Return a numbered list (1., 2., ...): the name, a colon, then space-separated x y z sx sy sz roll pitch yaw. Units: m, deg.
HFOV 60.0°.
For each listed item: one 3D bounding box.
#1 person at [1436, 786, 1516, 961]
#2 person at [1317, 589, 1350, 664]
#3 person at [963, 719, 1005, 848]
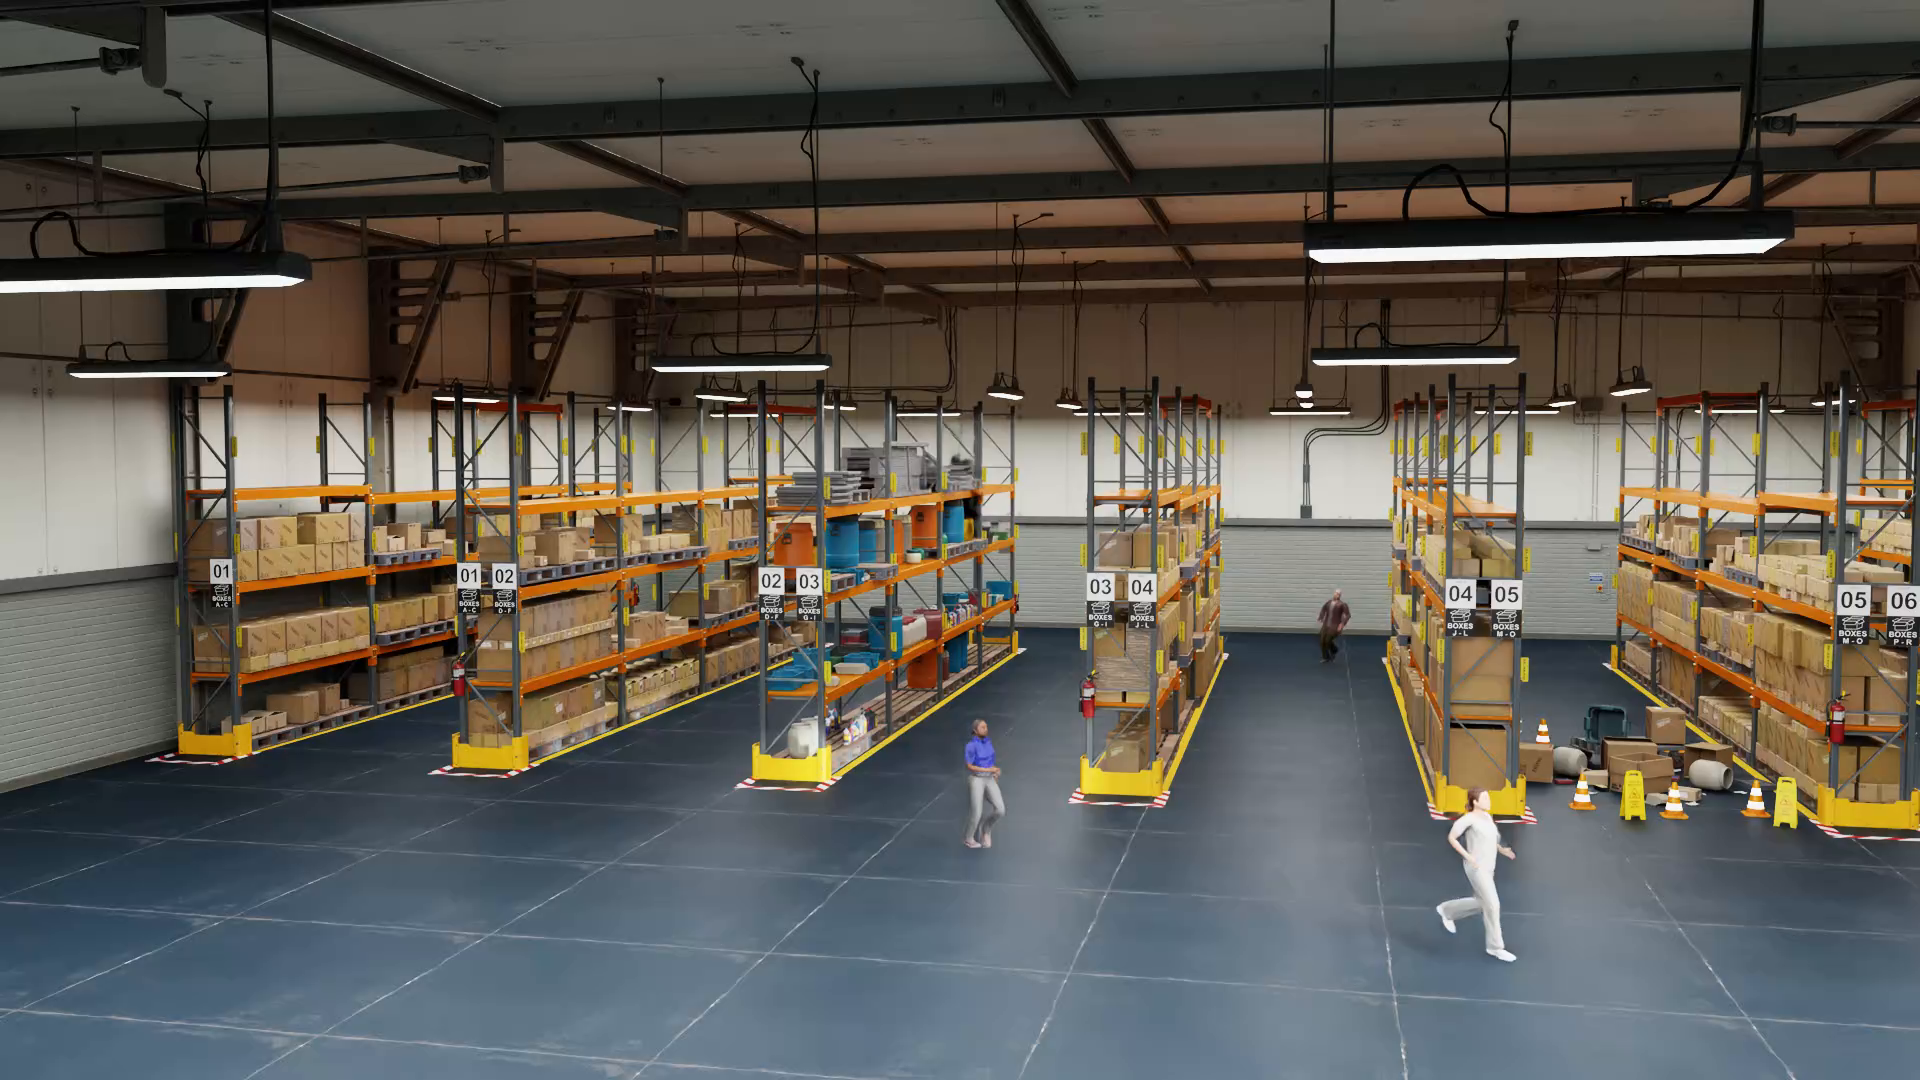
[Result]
1. person: 5.100 3.260 16.462 0.567 1.669 0.879 -3 4 -44
2. person: 8.600 2.004 38.425 0.562 1.725 0.770 -3 4 -42
3. person: 0.300 3.023 20.586 0.549 1.628 0.649 -3 4 -41
